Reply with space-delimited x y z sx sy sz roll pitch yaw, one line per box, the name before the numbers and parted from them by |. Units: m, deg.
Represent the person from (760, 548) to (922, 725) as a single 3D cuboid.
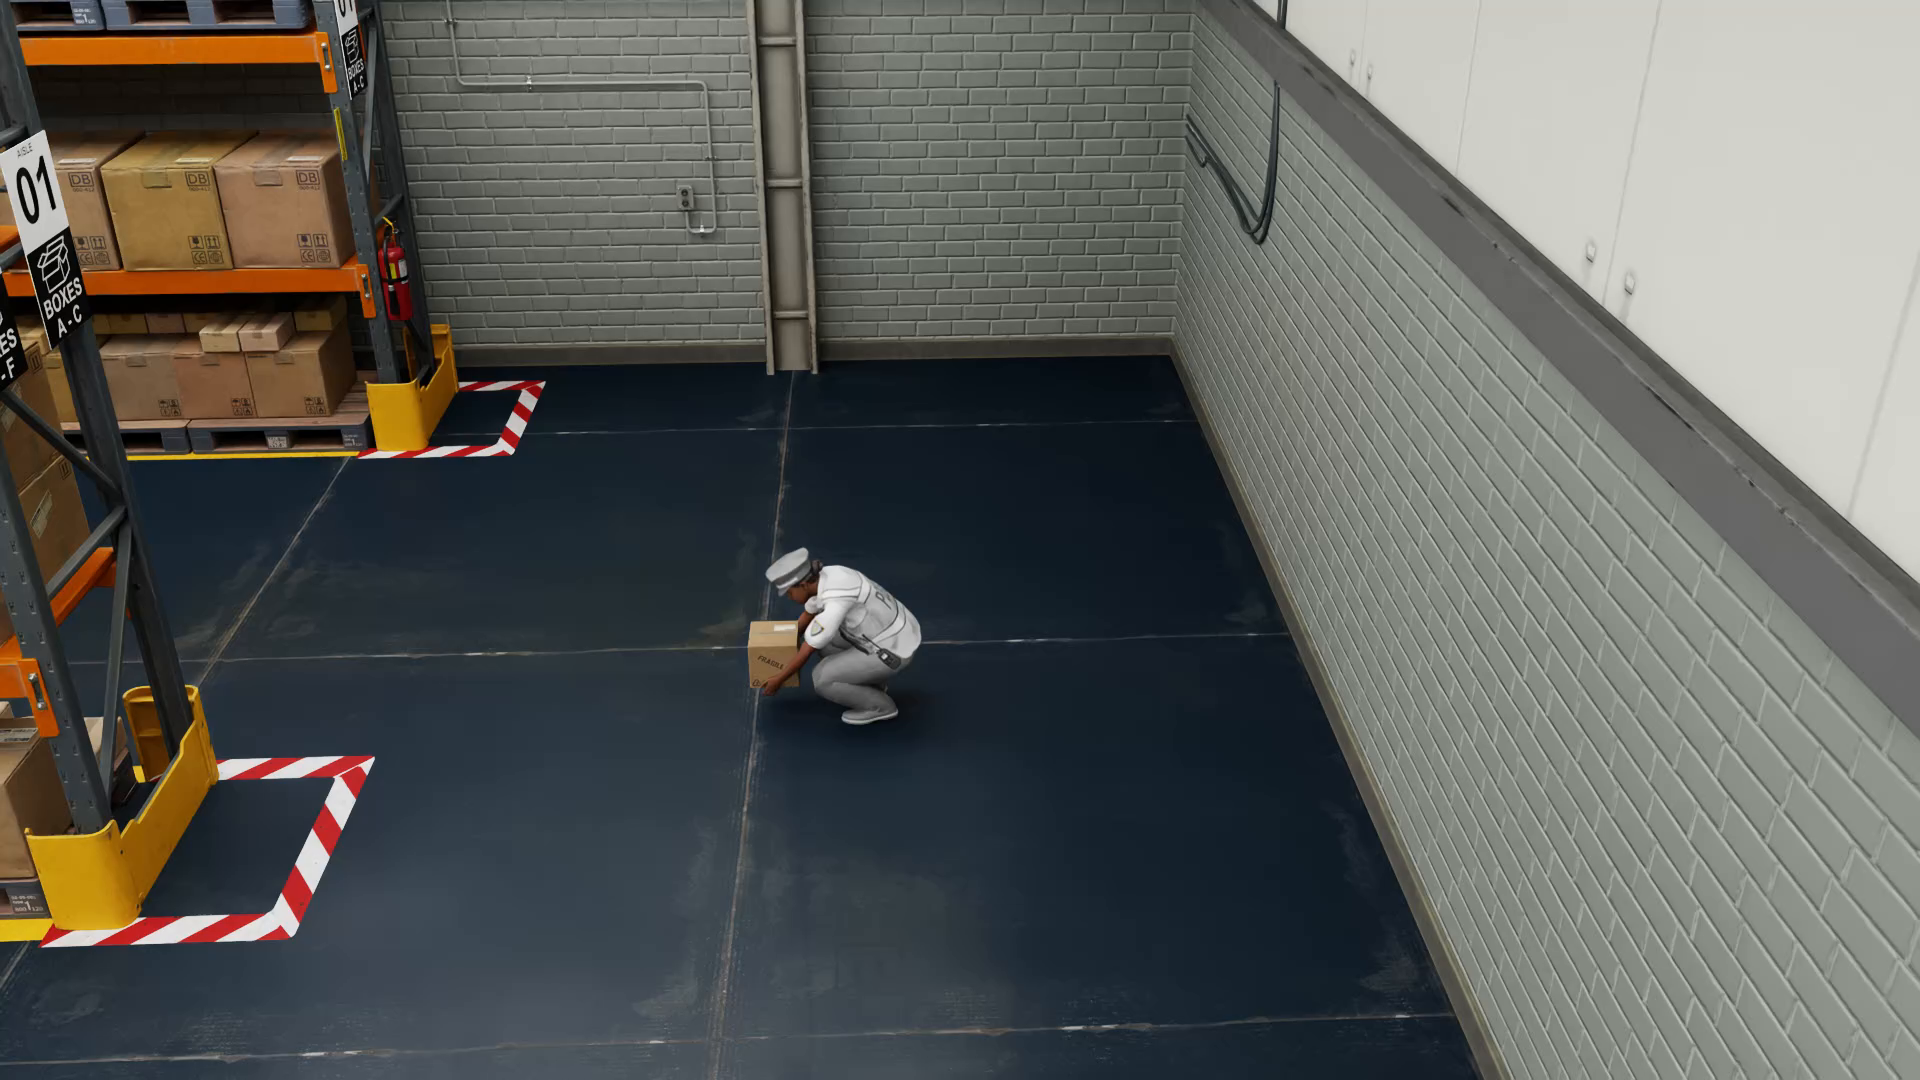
person | -0.617 0.455 8.532 0.834 0.957 0.502 -2 28 -3
